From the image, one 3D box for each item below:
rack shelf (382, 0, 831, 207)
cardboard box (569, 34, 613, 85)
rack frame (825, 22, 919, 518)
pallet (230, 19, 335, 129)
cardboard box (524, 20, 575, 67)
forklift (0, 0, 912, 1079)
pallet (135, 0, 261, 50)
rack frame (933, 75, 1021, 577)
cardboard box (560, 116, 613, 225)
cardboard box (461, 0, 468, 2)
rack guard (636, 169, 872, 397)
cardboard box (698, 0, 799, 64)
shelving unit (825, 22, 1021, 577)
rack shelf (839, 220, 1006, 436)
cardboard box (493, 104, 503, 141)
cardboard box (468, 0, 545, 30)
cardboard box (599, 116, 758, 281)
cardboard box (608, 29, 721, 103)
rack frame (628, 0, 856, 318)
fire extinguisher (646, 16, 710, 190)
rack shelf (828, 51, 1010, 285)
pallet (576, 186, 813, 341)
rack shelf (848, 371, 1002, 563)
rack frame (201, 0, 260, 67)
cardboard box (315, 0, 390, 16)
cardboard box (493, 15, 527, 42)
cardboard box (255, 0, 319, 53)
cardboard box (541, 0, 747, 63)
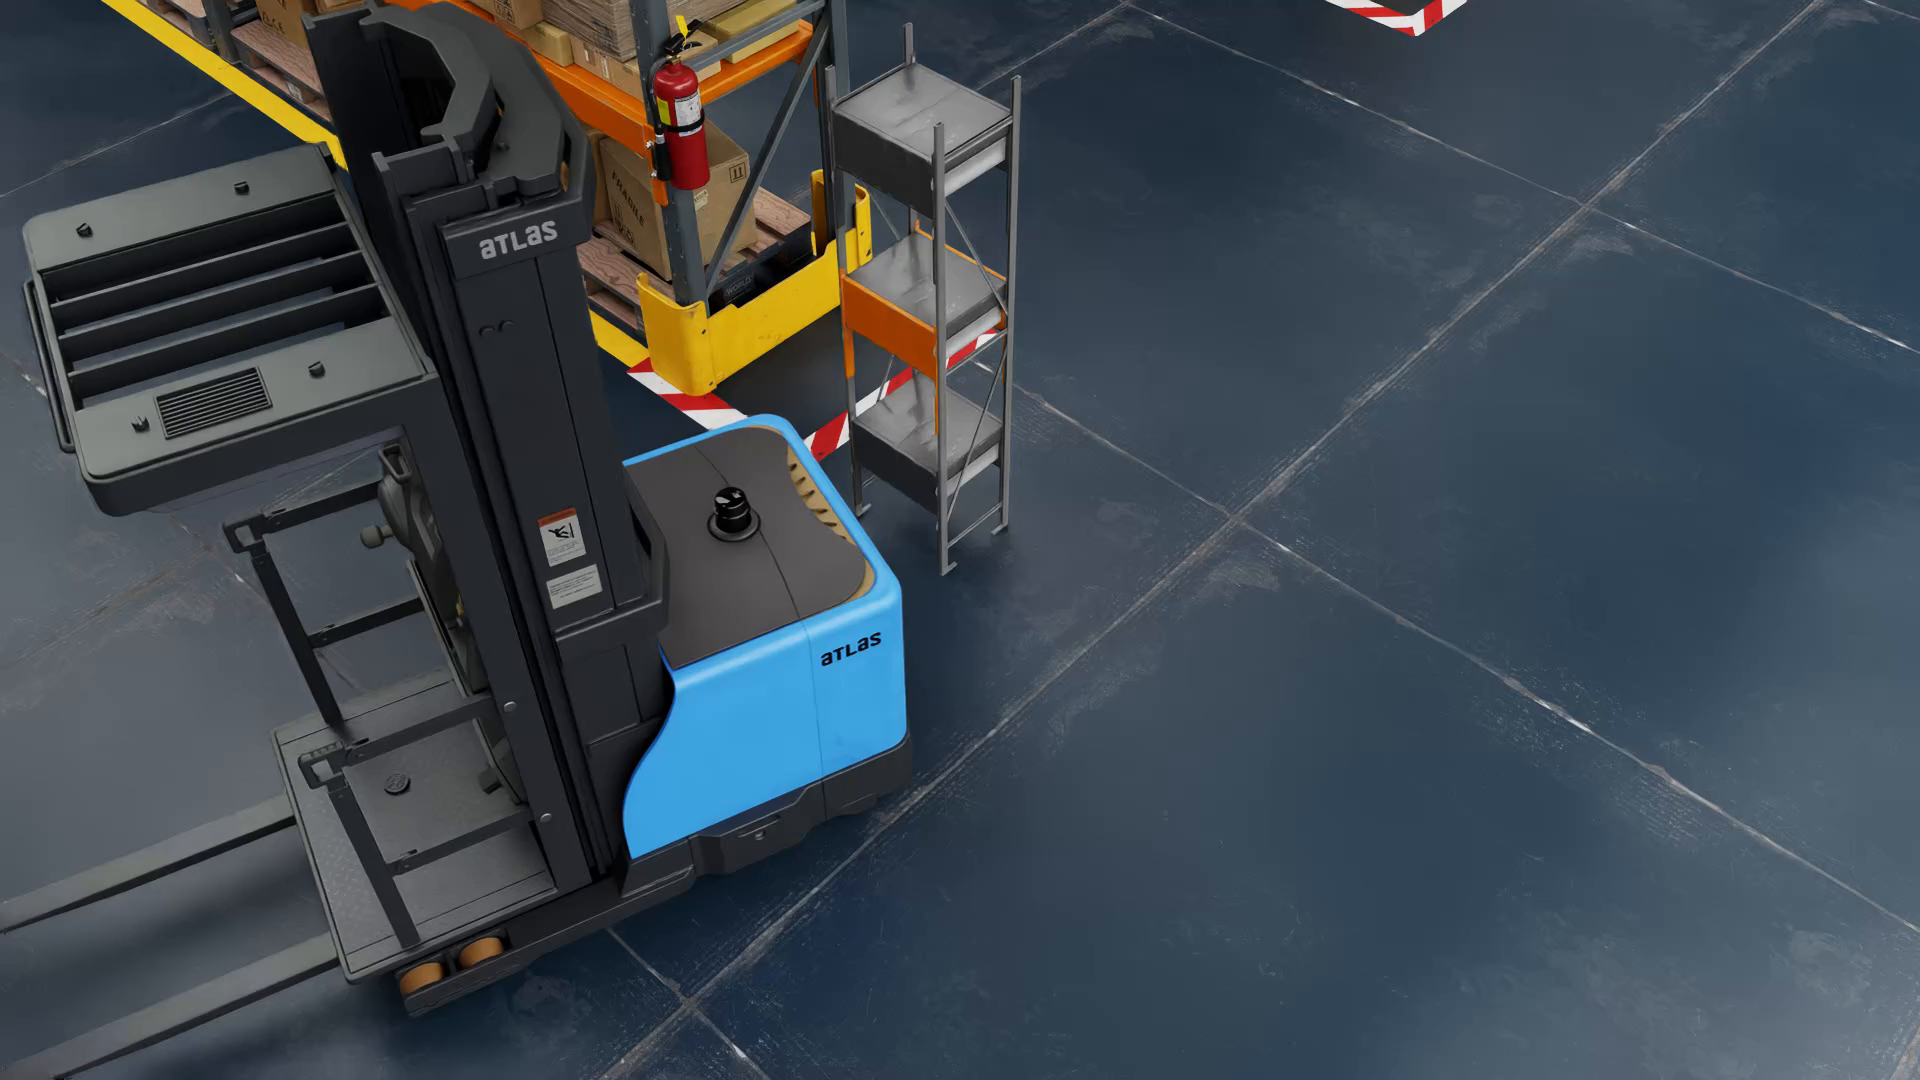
[{"bbox_3d":[-2.328,-2.753,7.879,4.000,0.370,1.077,34,55,28],"label":"rack shelf"},{"bbox_3d":[-1.391,-2.078,6.925,0.250,0.149,0.380,34,55,28],"label":"cardboard box"},{"bbox_3d":[-0.301,-0.921,6.283,0.015,2.100,0.400,34,55,28],"label":"rack frame"},{"bbox_3d":[-3.280,-2.720,9.268,1.213,0.211,1.003,34,55,28],"label":"pallet"},{"bbox_3d":[-1.609,-2.174,7.015,0.250,0.149,0.380,34,55,28],"label":"cardboard box"},{"bbox_3d":[-1.717,0.085,4.769,3.031,2.935,1.130,-21,50,-19],"label":"forklift"},{"bbox_3d":[-4.370,-3.418,9.923,1.213,0.211,1.003,34,55,28],"label":"pallet"},{"bbox_3d":[0.058,-0.680,6.057,0.015,2.100,0.400,34,55,28],"label":"rack frame"},{"bbox_3d":[-1.768,-1.893,8.005,0.500,0.500,0.500,-25,52,-21],"label":"cardboard box"},{"bbox_3d":[-2.137,-2.564,7.380,0.250,0.149,0.380,34,55,28],"label":"cardboard box"},{"bbox_3d":[-0.914,-1.192,7.635,0.348,0.500,1.175,34,55,28],"label":"rack guard"},{"bbox_3d":[-0.906,-2.193,7.032,0.250,0.149,0.380,34,55,28],"label":"cardboard box"},{"bbox_3d":[-0.122,-0.801,6.170,0.503,2.100,0.431,34,55,28],"label":"shelving unit"},{"bbox_3d":[-0.122,-0.791,6.180,0.480,0.518,0.431,34,55,28],"label":"rack shelf"},{"bbox_3d":[-2.215,-2.213,8.305,0.500,0.500,0.500,-33,55,-27],"label":"cardboard box"},{"bbox_3d":[-1.692,-2.616,6.984,0.500,0.500,0.875,34,55,28],"label":"cardboard box"},{"bbox_3d":[-1.305,-1.616,7.745,0.500,0.500,0.500,-28,53,-24],"label":"cardboard box"},{"bbox_3d":[-1.207,-1.955,6.808,0.250,0.149,0.380,34,55,28],"label":"cardboard box"},{"bbox_3d":[-0.858,-2.010,6.688,0.127,3.000,1.000,34,55,28],"label":"rack frame"},{"bbox_3d":[-1.086,-1.680,6.432,0.183,0.674,0.296,34,55,28],"label":"fire extinguisher"},{"bbox_3d":[-0.122,-1.270,5.670,0.480,0.518,0.431,34,55,28],"label":"rack shelf"},{"bbox_3d":[-1.487,-1.514,8.135,1.213,0.211,1.003,34,55,28],"label":"pallet"},{"bbox_3d":[-0.122,-0.312,6.690,0.480,0.518,0.431,34,55,28],"label":"rack shelf"},{"bbox_3d":[-3.797,-3.988,8.545,0.127,3.000,1.000,34,55,28],"label":"rack frame"},{"bbox_3d":[-3.104,-2.778,8.836,0.500,0.500,0.500,-22,51,-19],"label":"cardboard box"},{"bbox_3d":[-1.783,-2.306,7.139,0.250,0.149,0.380,34,55,28],"label":"cardboard box"},{"bbox_3d":[-3.531,-3.057,9.098,0.500,0.500,0.500,32,55,27],"label":"cardboard box"},{"bbox_3d":[-1.243,-2.433,6.813,0.500,0.500,0.875,34,55,28],"label":"cardboard box"}]
